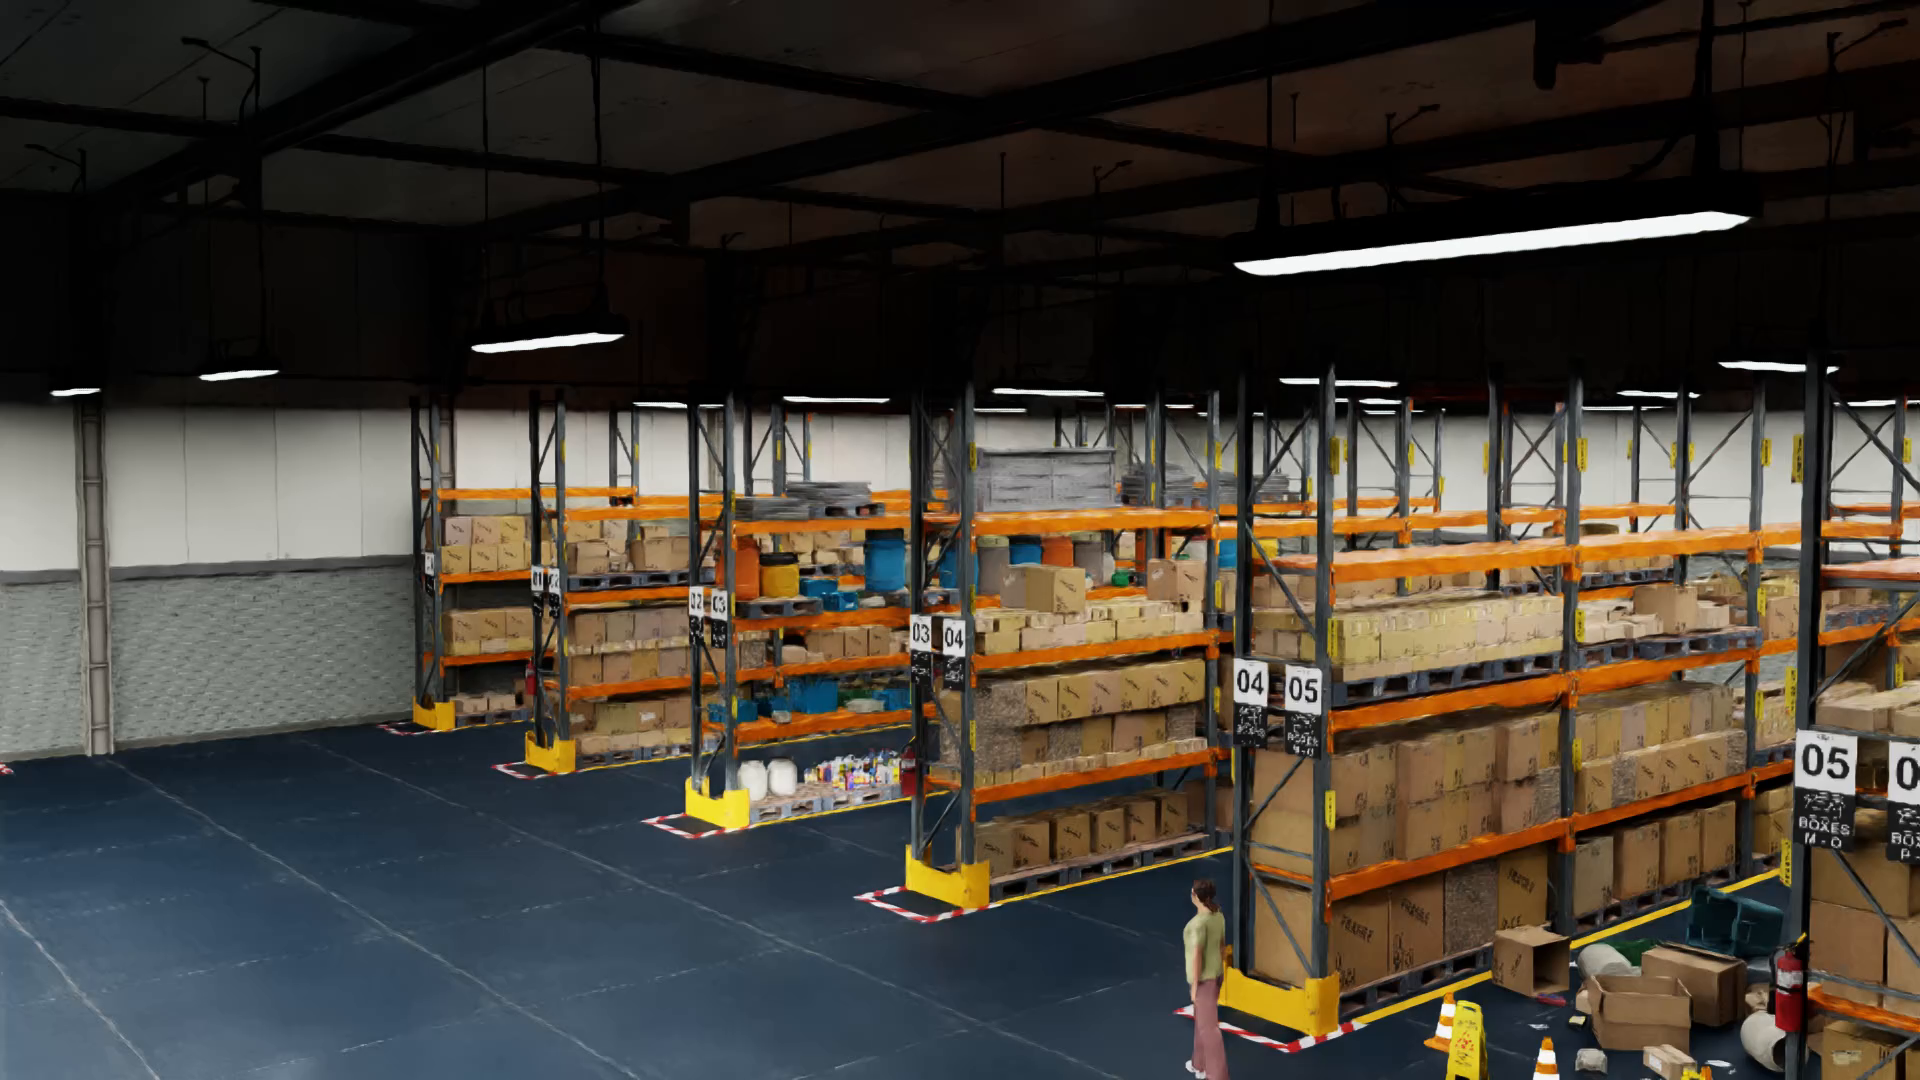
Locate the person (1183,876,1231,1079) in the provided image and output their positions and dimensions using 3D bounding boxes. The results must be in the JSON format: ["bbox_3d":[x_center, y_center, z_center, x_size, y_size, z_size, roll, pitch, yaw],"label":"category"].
[{"bbox_3d":[1.962,3.541,13.362,0.536,1.673,0.569,2,4,34],"label":"person"}]
